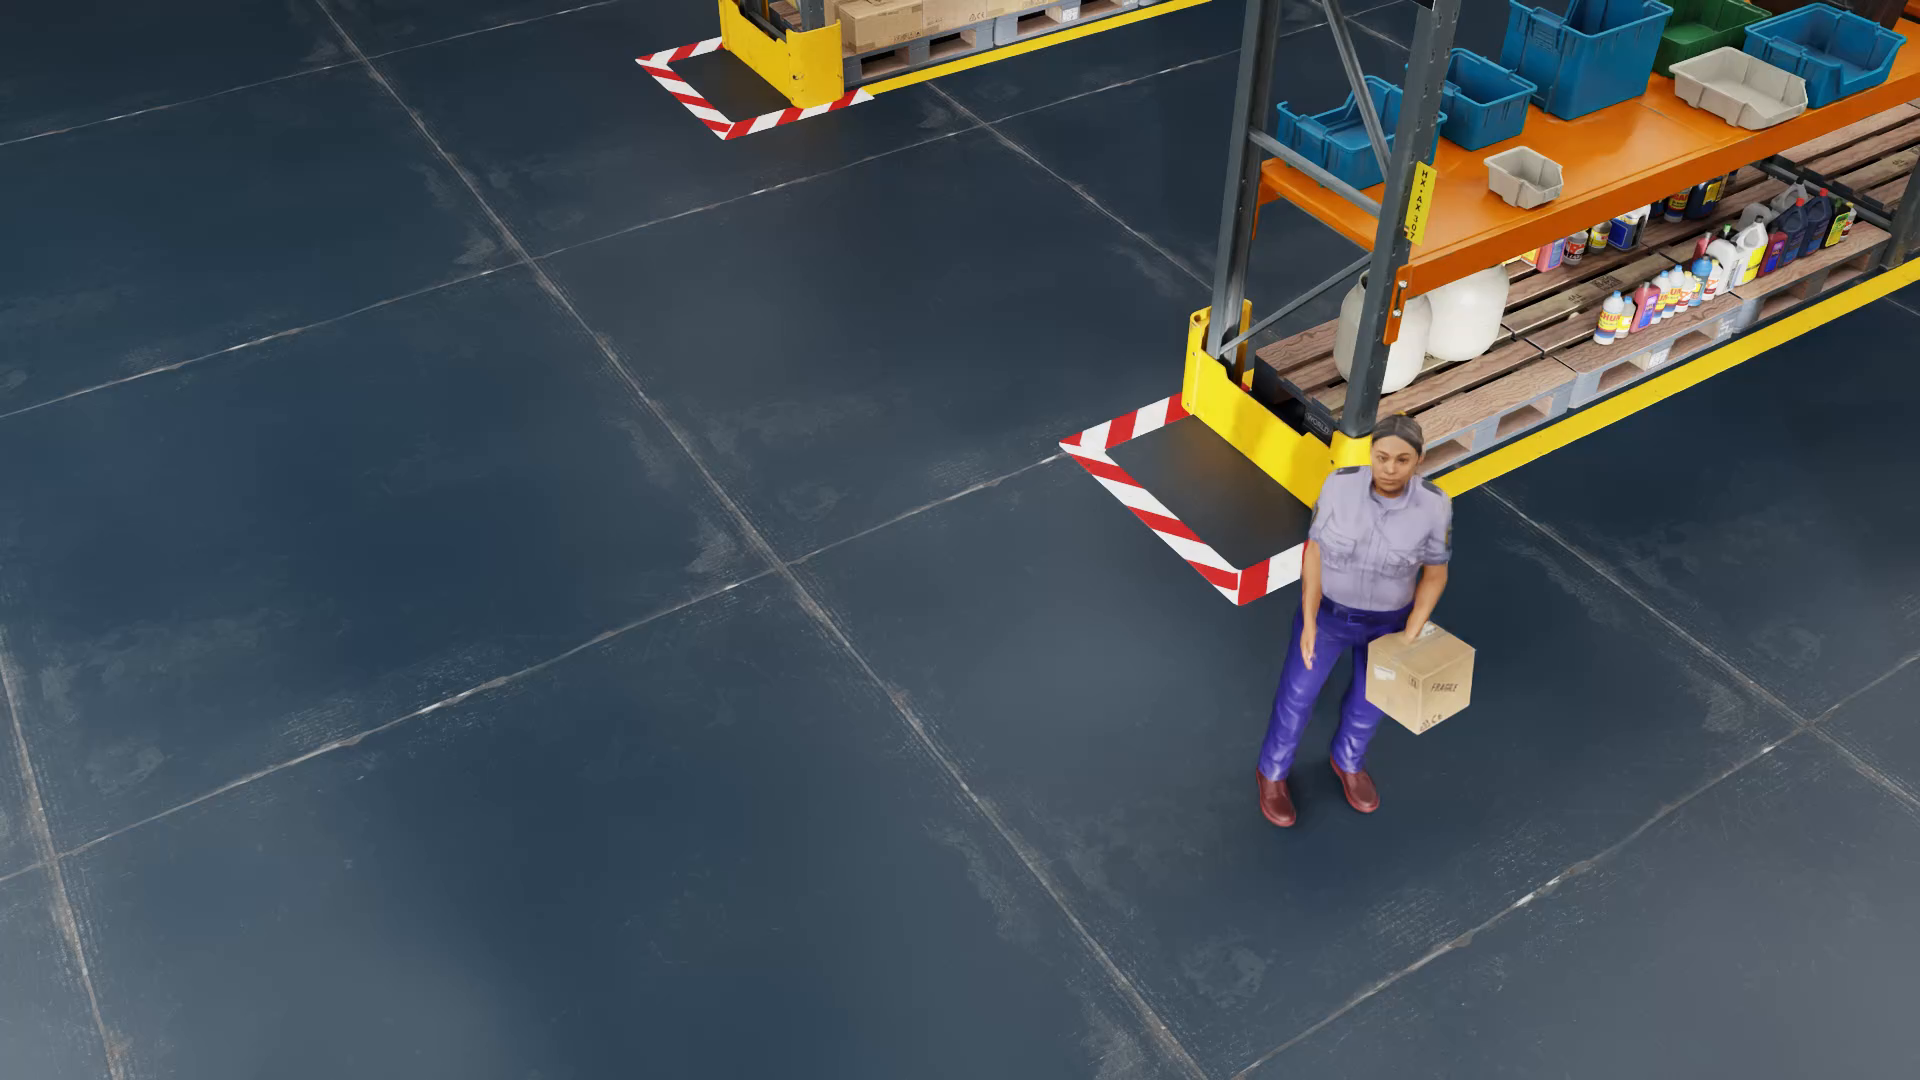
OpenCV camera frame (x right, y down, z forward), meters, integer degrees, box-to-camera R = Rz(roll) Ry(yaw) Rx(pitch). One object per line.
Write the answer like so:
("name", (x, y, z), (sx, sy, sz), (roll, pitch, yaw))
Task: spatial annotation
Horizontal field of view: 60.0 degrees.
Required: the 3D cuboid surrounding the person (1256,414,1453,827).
("person", (1.385, 0.325, 5.793), (0.518, 1.638, 0.484), (9, 42, 10))
